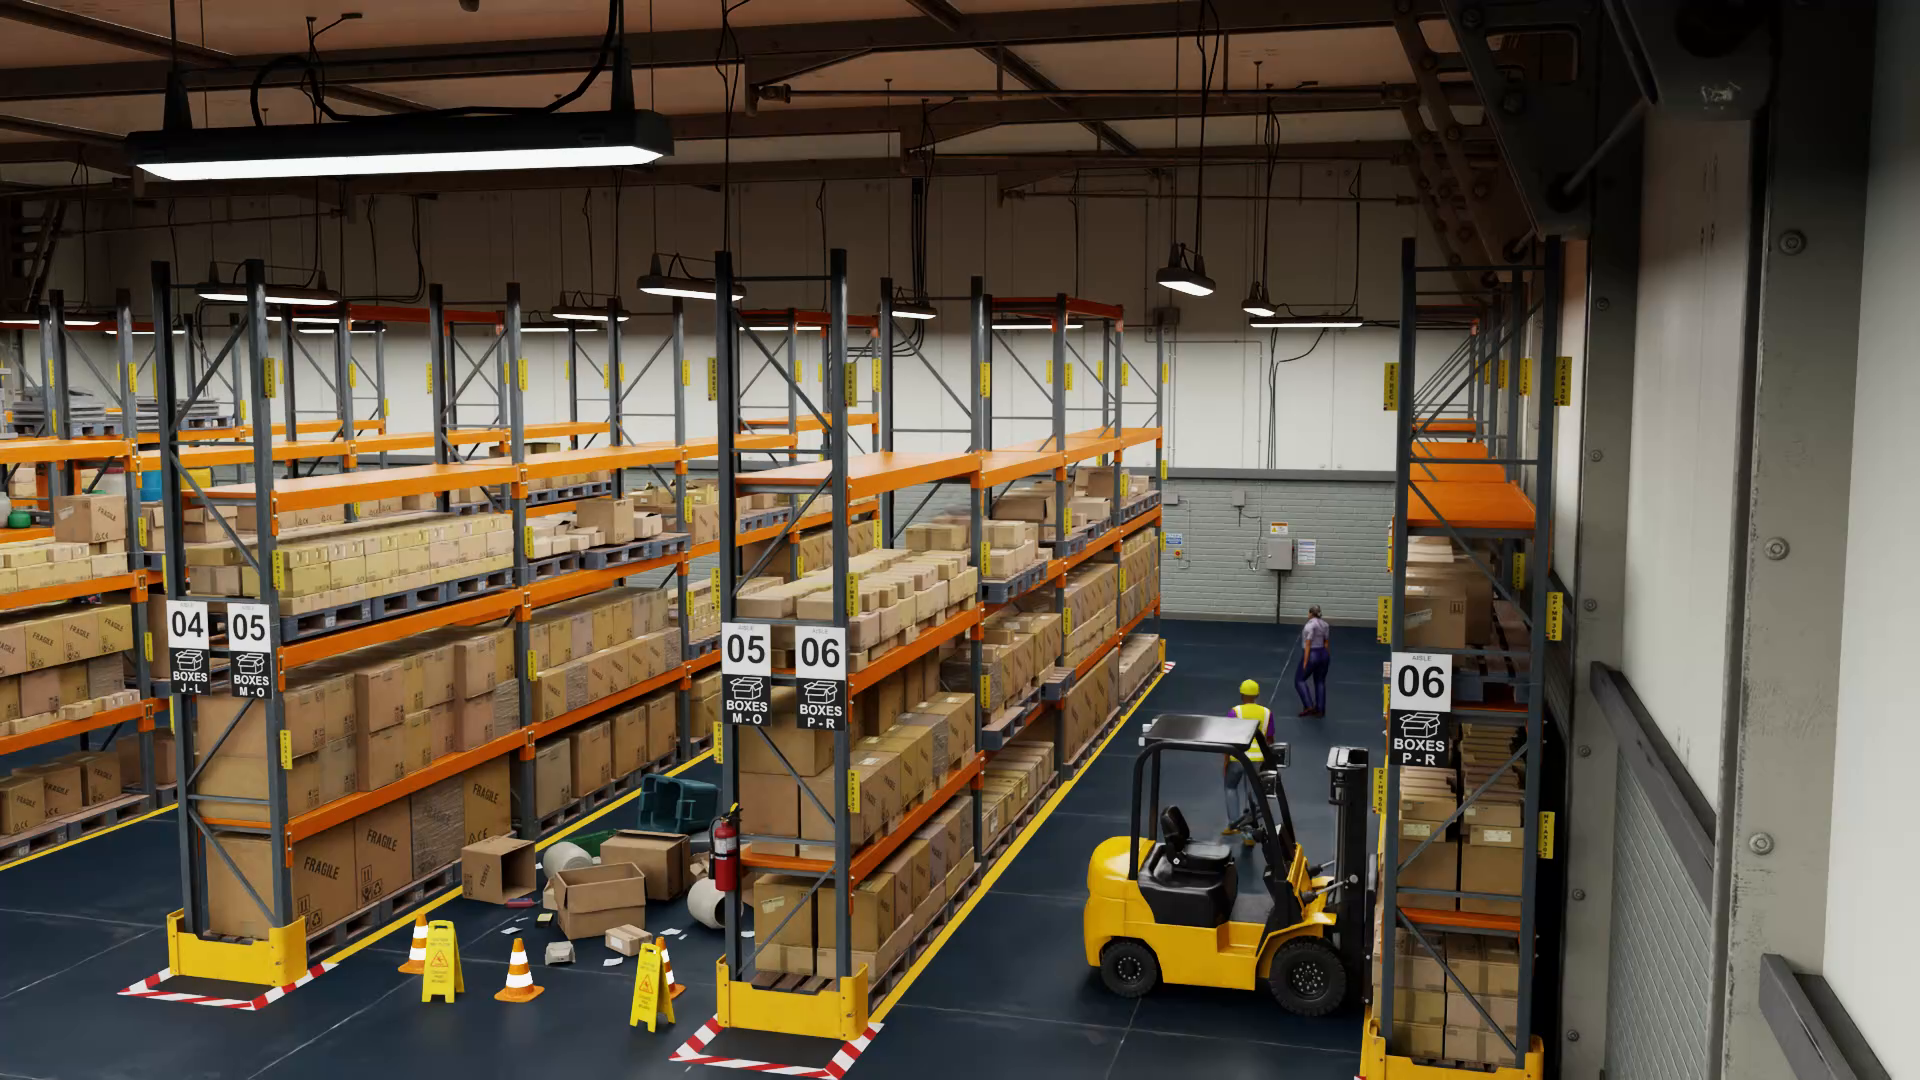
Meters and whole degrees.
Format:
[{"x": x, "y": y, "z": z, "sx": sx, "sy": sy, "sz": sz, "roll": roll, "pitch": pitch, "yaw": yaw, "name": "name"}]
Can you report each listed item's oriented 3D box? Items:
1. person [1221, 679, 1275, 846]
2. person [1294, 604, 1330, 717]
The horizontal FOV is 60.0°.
[{"x": 3.109, "y": 2.390, "z": 17.945, "sx": 0.588, "sy": 1.757, "sz": 0.580, "roll": 0, "pitch": 6, "yaw": 0, "name": "person"}, {"x": 5.203, "y": 1.783, "z": 24.465, "sx": 0.537, "sy": 1.657, "sz": 0.388, "roll": -4, "pitch": 7, "yaw": -32, "name": "person"}]
